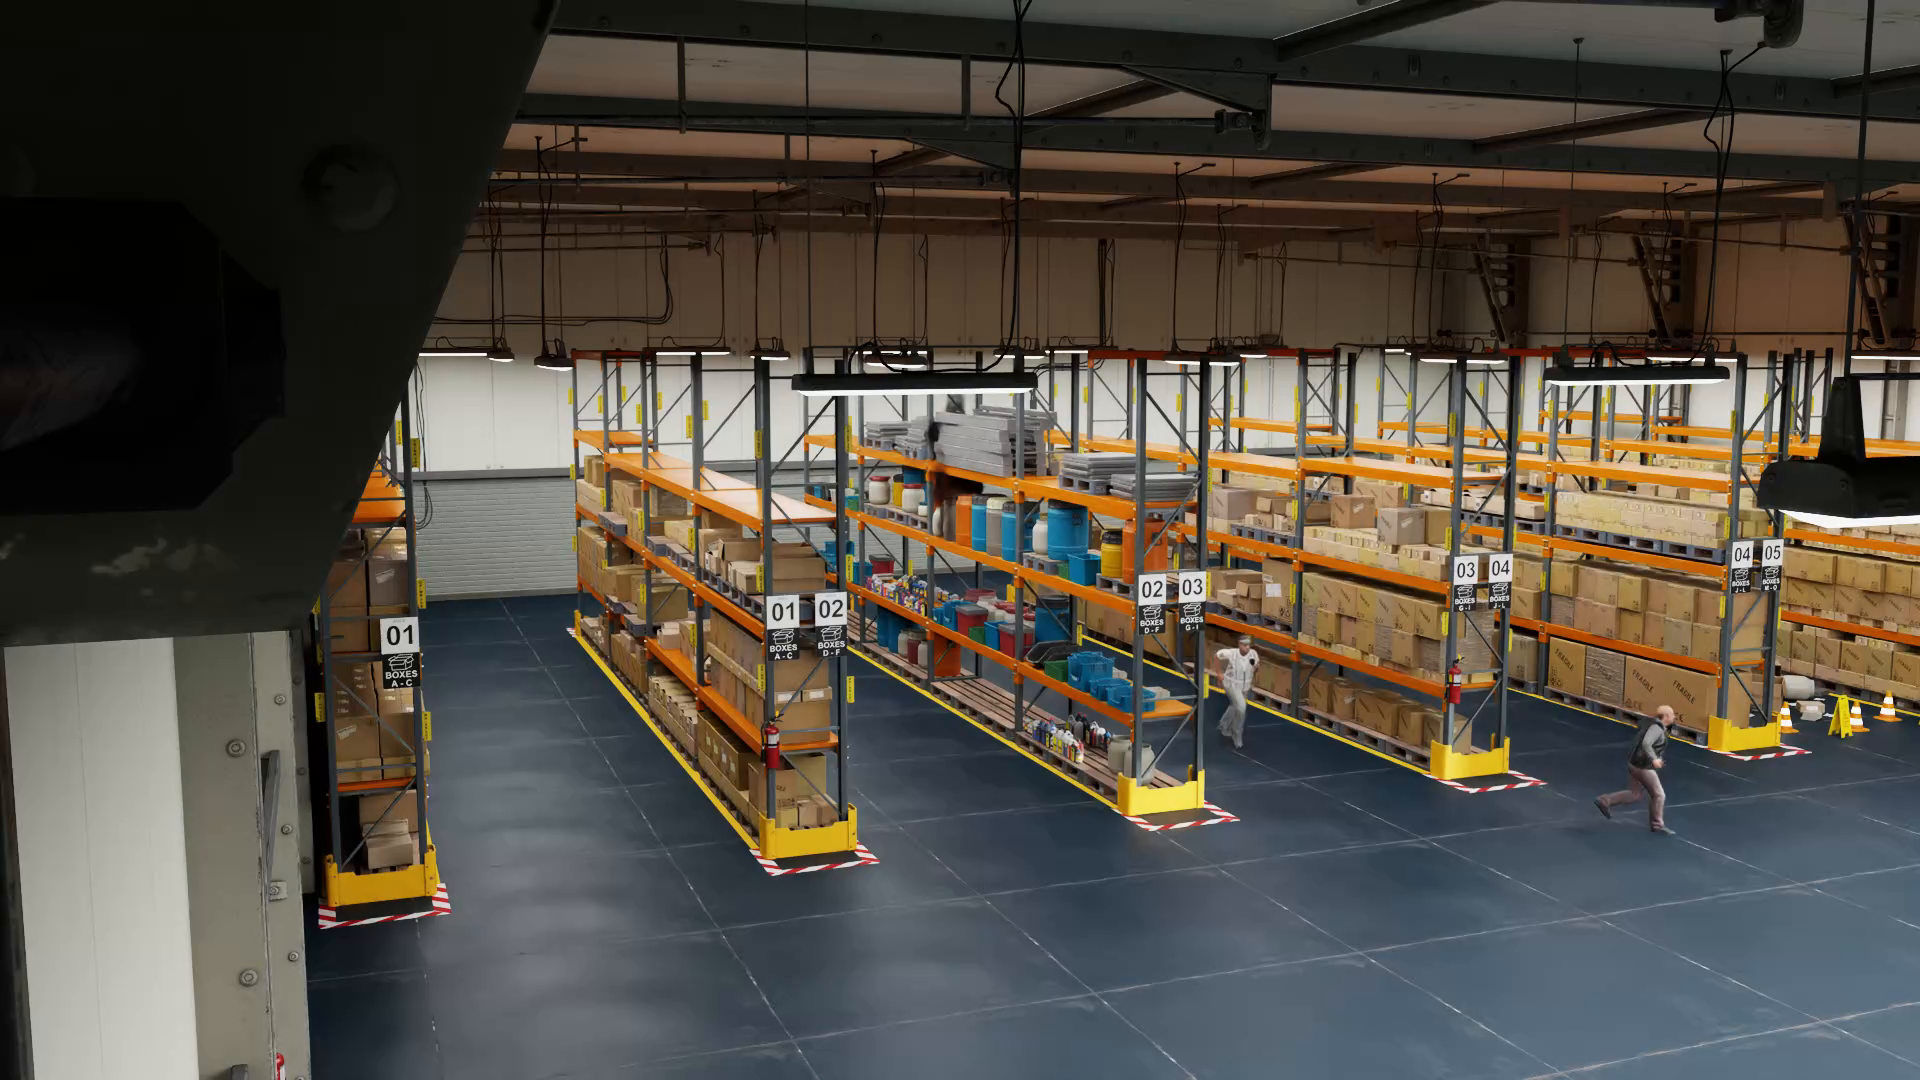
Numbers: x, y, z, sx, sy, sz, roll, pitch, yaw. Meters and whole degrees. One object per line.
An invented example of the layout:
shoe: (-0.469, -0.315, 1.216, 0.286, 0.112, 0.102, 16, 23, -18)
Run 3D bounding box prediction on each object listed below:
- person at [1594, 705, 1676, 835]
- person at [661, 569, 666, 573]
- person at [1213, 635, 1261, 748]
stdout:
person: (8.580, 2.896, 21.072, 0.981, 1.667, 0.668, 2, 7, 18)
person: (-6.315, 0.995, 36.030, 0.783, 1.721, 0.764, 4, 8, 28)
person: (4.269, 2.295, 25.704, 0.649, 1.778, 0.961, -3, 8, -25)
